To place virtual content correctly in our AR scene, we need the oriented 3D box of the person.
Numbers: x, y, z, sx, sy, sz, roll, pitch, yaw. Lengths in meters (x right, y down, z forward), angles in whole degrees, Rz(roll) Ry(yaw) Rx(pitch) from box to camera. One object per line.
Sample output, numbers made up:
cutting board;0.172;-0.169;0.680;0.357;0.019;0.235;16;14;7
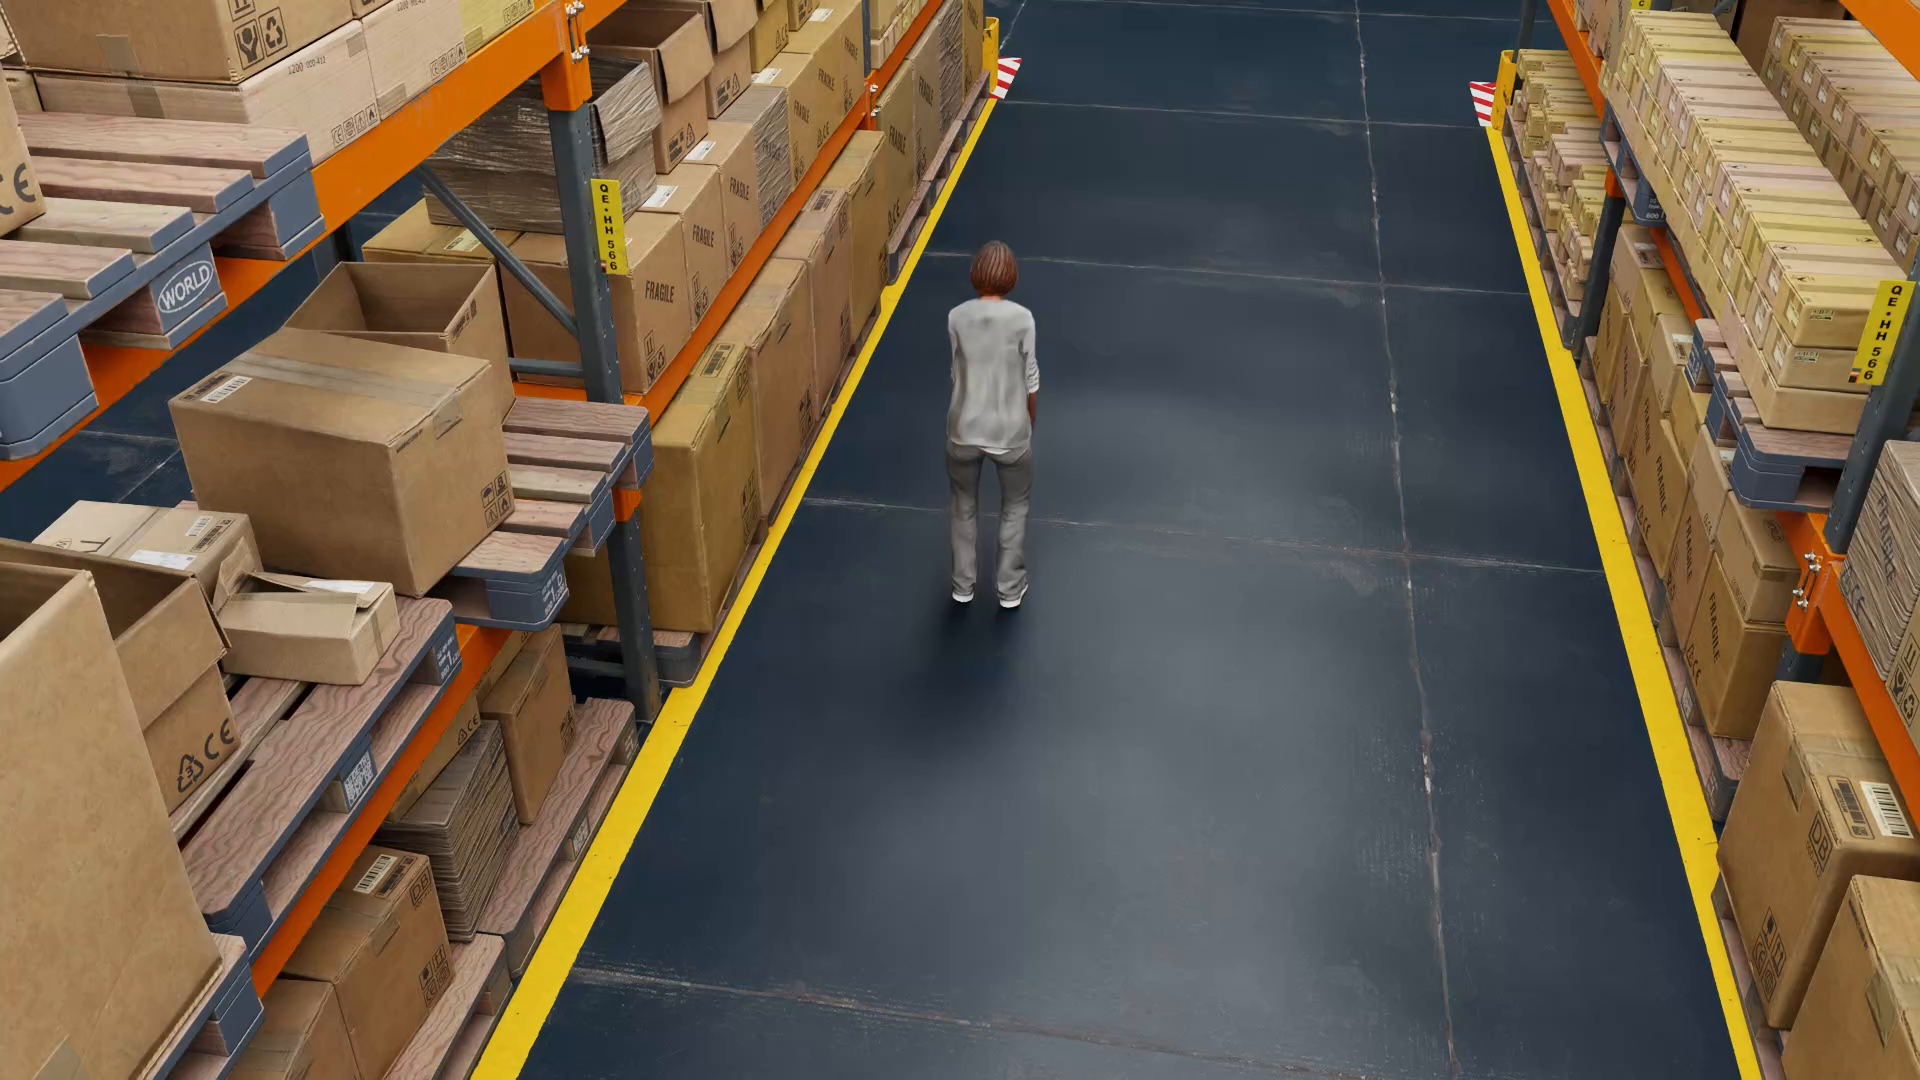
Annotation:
person;0.131;-0.464;6.905;0.373;1.562;0.533;5;33;7
